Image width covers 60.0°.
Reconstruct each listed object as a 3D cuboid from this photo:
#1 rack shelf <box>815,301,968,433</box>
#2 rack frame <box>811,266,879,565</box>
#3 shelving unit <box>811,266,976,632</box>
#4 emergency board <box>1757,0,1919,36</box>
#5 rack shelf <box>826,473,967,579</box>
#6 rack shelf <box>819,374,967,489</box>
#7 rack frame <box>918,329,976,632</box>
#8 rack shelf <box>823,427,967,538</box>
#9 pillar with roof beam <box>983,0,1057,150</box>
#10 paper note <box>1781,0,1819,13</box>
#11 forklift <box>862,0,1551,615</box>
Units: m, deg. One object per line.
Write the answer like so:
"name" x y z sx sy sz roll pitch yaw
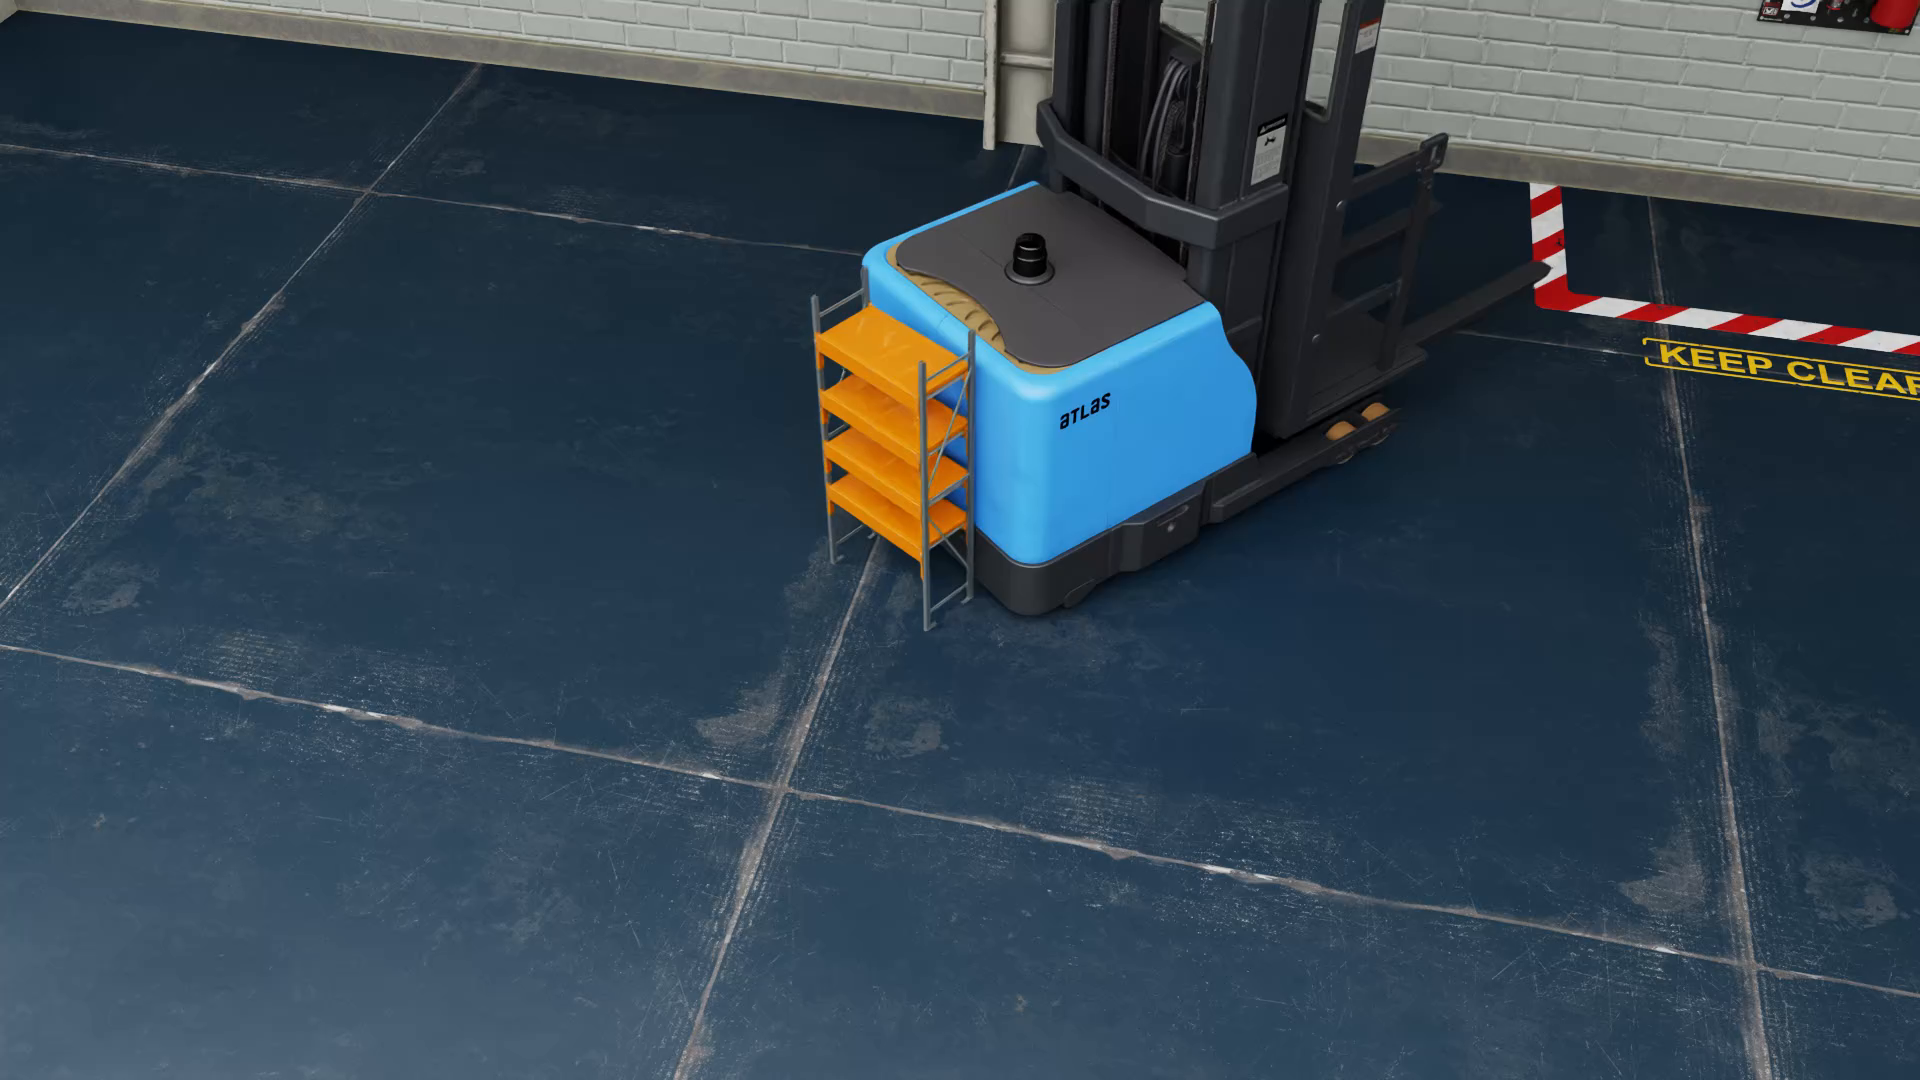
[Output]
"rack shelf" -0.215 -0.568 5.408 0.480 0.148 0.258 34 53 30
"rack frame" -0.389 -0.403 5.804 0.015 1.200 0.240 34 53 30
"shelving unit" -0.215 -0.285 5.681 0.503 1.200 0.258 34 53 30
"emergency board" 3.793 -2.593 6.781 0.643 1.169 0.194 9 45 9
"rack shelf" -0.215 -0.094 5.865 0.480 0.148 0.258 34 53 30
"rack shelf" -0.215 -0.398 5.572 0.480 0.148 0.258 34 53 30
"rack frame" -0.040 -0.167 5.558 0.015 1.200 0.240 34 53 30
"rack shelf" -0.215 -0.237 5.728 0.480 0.148 0.258 34 53 30
"pillar with roof beam" -0.599 -2.350 2.202 0.400 9.000 9.100 9 45 9
"paper note" 3.635 -2.349 7.163 0.142 0.148 0.016 9 45 9
"forklift" 1.130 -1.626 5.825 3.031 2.935 1.130 -27 50 -25
